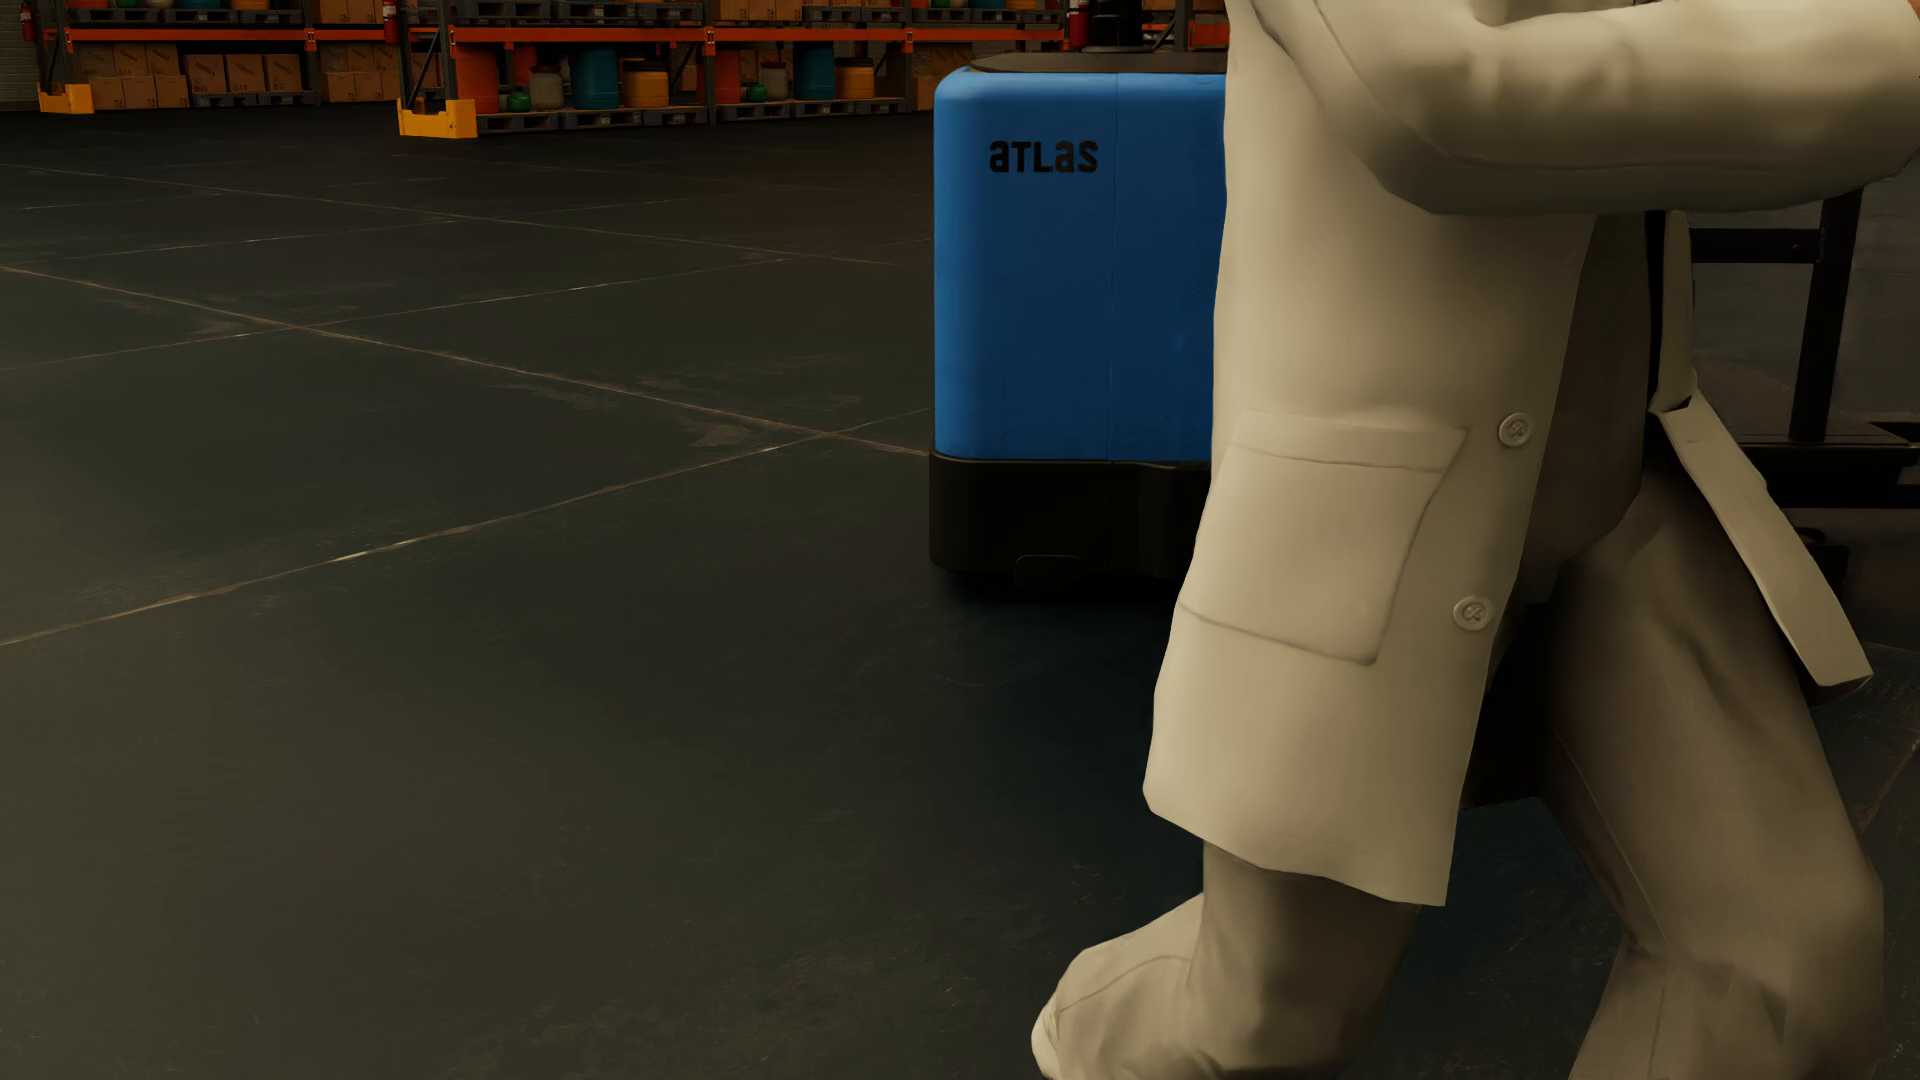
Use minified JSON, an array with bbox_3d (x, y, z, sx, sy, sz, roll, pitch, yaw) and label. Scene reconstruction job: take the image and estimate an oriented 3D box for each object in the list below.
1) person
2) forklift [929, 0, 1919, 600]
[{"bbox_3d":[0.391,-0.057,1.295,0.619,1.696,0.975,-10,20,-31],"label":"person"},{"bbox_3d":[1.462,-1.405,3.524,3.031,2.935,1.130,0,17,2],"label":"forklift"}]
